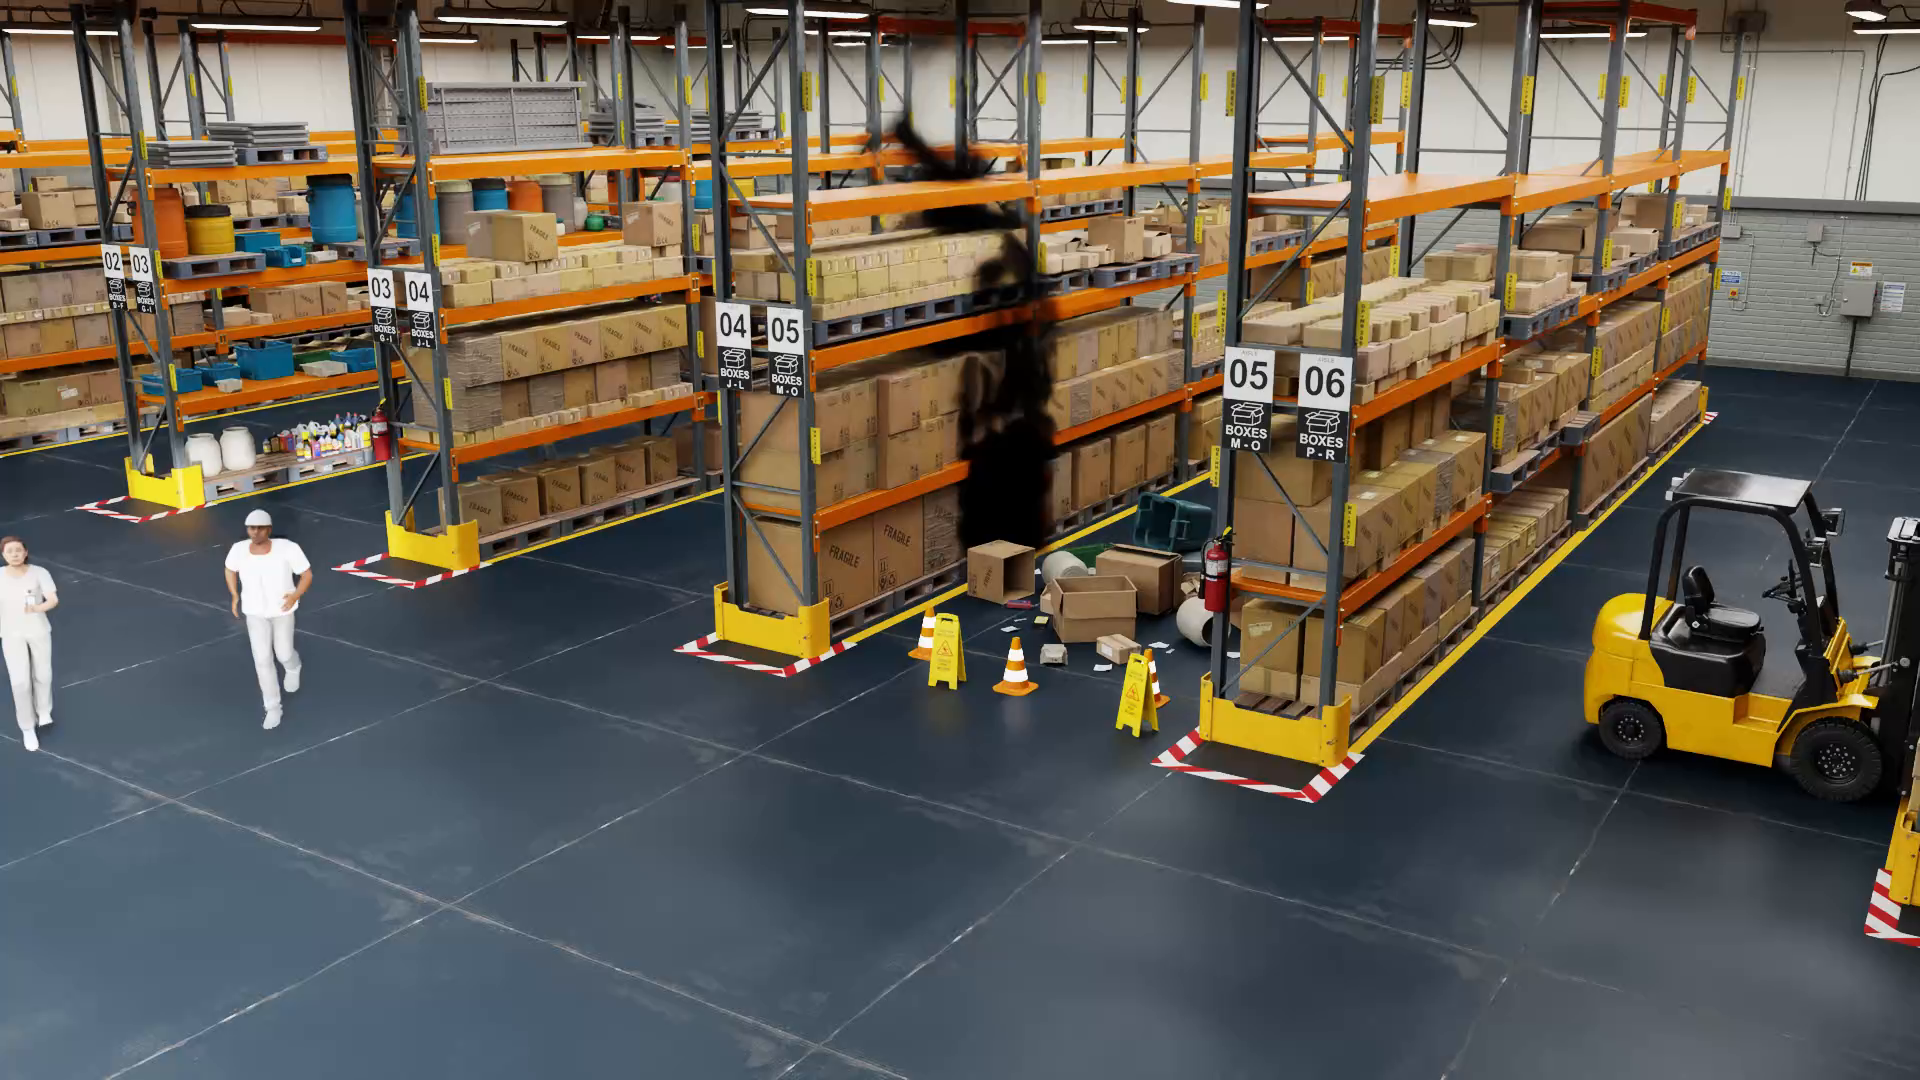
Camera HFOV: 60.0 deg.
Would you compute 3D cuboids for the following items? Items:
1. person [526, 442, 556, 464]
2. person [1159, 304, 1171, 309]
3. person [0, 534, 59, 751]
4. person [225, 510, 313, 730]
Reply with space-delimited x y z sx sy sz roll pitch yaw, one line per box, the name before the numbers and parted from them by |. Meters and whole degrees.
person | -5.600 -1.671 22.061 0.598 1.669 0.611 4 16 14
person | 3.172 -2.813 26.068 0.677 1.777 0.731 11 19 34
person | -7.452 0.794 13.260 0.531 1.719 0.738 -10 19 -33
person | -5.730 0.591 13.846 0.706 1.775 0.908 -4 16 -13
